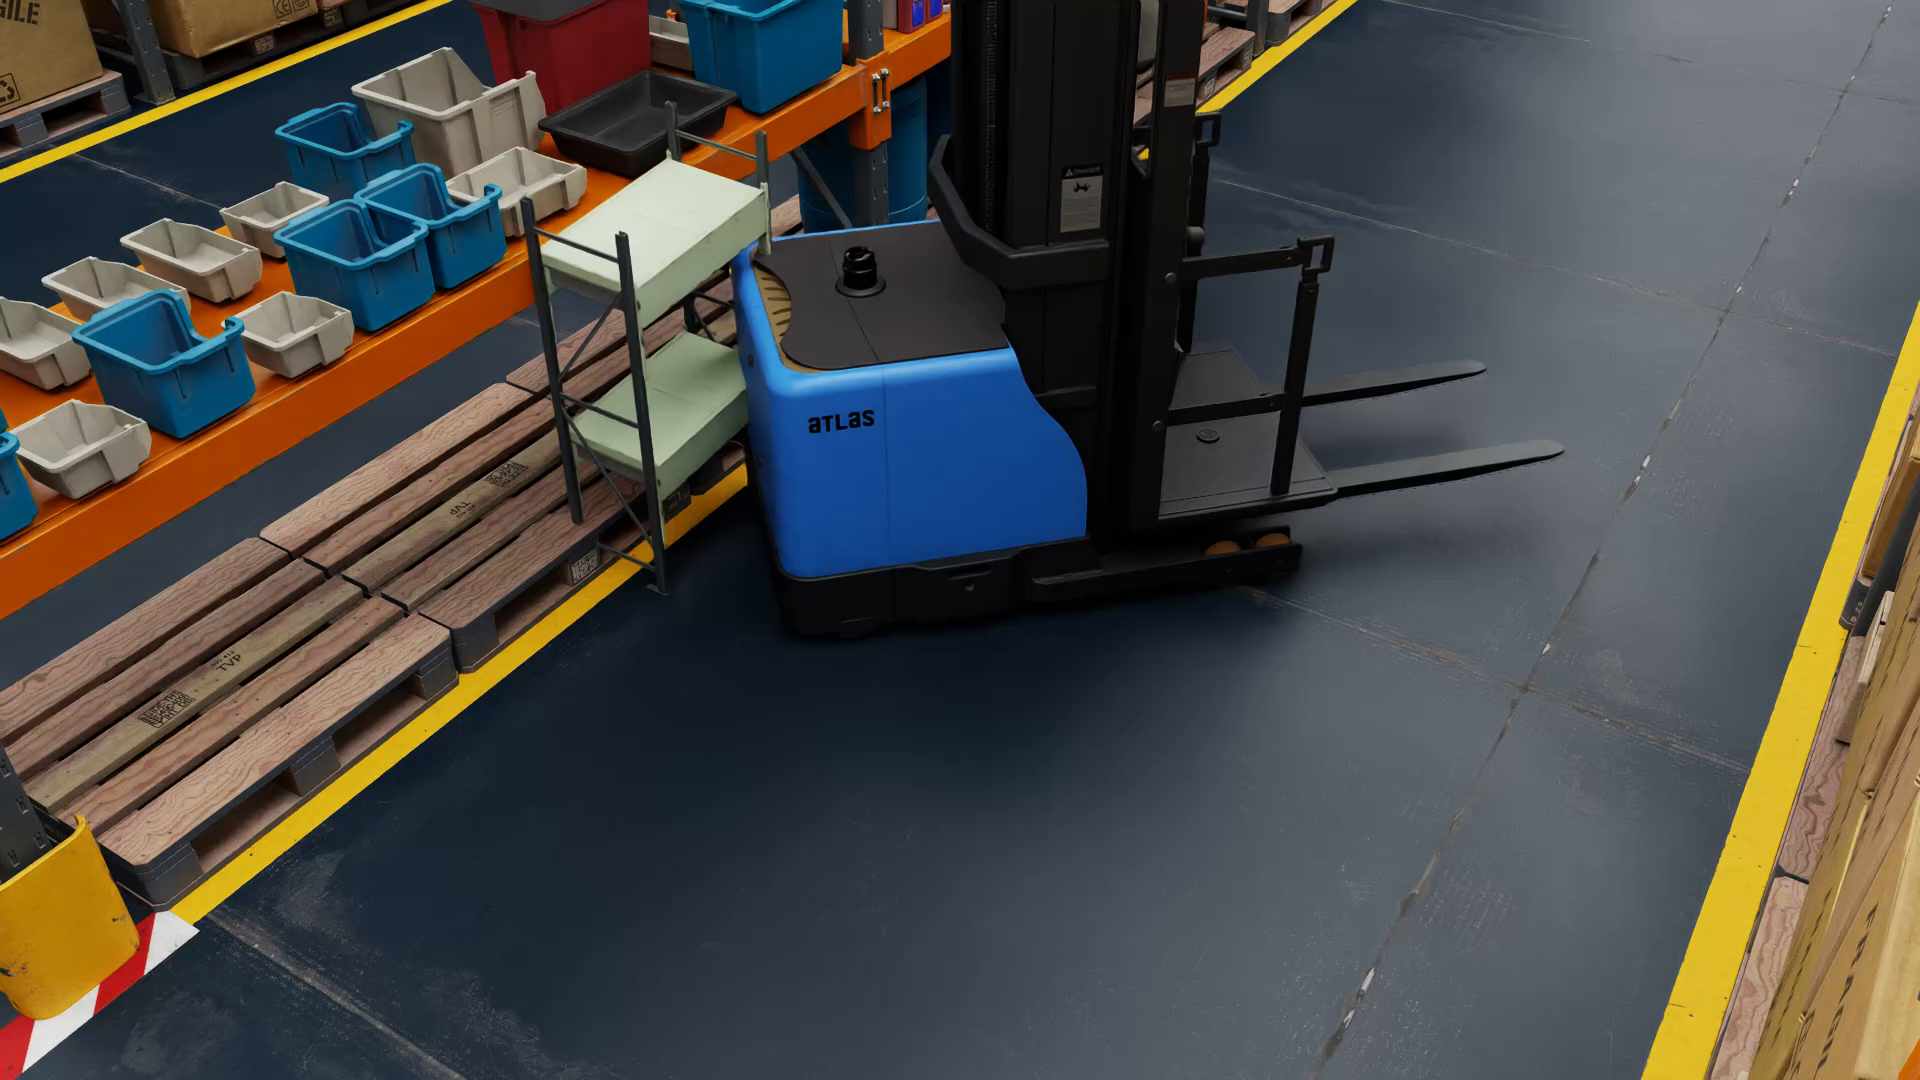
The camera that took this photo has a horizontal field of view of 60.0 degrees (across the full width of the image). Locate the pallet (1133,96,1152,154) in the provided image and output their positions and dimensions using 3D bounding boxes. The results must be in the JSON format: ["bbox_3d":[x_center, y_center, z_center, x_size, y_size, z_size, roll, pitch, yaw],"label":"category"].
[{"bbox_3d":[0.347,-2.129,8.838,1.003,0.211,1.213,21,42,25],"label":"pallet"}]

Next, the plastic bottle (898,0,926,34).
[{"bbox_3d":[-0.198,-2.221,6.769,0.061,0.283,0.133,21,42,25],"label":"plastic bottle"}]

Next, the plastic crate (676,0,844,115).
[{"bbox_3d":[-0.716,-1.883,6.199,0.392,0.384,0.575,21,42,25],"label":"plastic crate"}]

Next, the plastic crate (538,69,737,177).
[{"bbox_3d":[-1.127,-1.467,5.873,0.437,0.125,0.590,21,42,25],"label":"plastic crate"}]

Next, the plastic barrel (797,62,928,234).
[{"bbox_3d":[-0.448,-1.828,7.539,0.600,0.901,0.708,21,42,25],"label":"plastic barrel"}]

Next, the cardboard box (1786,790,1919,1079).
[{"bbox_3d":[1.290,0.712,1.969,0.500,0.500,0.500,21,42,25],"label":"cardboard box"}]

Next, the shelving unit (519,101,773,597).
[{"bbox_3d":[-1.018,-0.636,5.778,0.431,1.500,0.755,22,46,20],"label":"shelving unit"}]

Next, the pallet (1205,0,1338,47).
[{"bbox_3d":[1.837,-3.562,10.698,1.003,0.211,1.213,21,42,25],"label":"pallet"}]

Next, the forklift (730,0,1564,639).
[{"bbox_3d":[0.752,-1.297,5.532,3.031,2.935,1.130,-9,38,-11],"label":"forklift"}]

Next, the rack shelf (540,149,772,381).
[{"bbox_3d":[-1.004,-0.925,5.515,0.431,0.370,0.720,22,46,20],"label":"rack shelf"}]

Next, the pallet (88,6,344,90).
[{"bbox_3d":[-4.587,-3.156,10.171,1.003,0.211,1.213,21,42,25],"label":"pallet"}]

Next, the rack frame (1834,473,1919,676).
[{"bbox_3d":[3.426,-0.595,4.565,1.000,3.000,0.127,21,42,25],"label":"rack frame"}]

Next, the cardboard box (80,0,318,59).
[{"bbox_3d":[-4.610,-3.499,9.728,1.225,0.875,0.875,21,42,25],"label":"cardboard box"}]

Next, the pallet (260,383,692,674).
[{"bbox_3d":[-1.768,-0.090,6.194,1.003,0.211,1.213,21,42,25],"label":"pallet"}]

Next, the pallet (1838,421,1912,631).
[{"bbox_3d":[3.830,0.077,5.977,1.003,0.211,1.213,21,42,25],"label":"pallet"}]

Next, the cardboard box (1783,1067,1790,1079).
[{"bbox_3d":[1.293,1.107,2.275,0.500,0.500,0.500,23,43,26],"label":"cardboard box"}]

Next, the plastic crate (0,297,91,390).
[{"bbox_3d":[-2.613,-0.554,4.679,0.396,0.136,0.243,21,42,25],"label":"plastic crate"}]

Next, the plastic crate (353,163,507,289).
[{"bbox_3d":[-1.621,-0.966,5.134,0.416,0.233,0.300,21,42,25],"label":"plastic crate"}]

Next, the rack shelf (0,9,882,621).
[{"bbox_3d":[-1.826,-0.902,5.552,1.077,0.370,4.000,21,42,25],"label":"rack shelf"}]

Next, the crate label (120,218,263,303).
[{"bbox_3d":[-2.317,-0.851,5.063,0.396,0.136,0.243,21,42,25],"label":"crate label"}]

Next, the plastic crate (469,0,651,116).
[{"bbox_3d":[-1.444,-1.888,6.141,0.402,0.464,0.583,21,42,25],"label":"plastic crate"}]

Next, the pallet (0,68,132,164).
[{"bbox_3d":[-5.410,-2.367,9.147,1.003,0.211,1.213,21,42,25],"label":"pallet"}]

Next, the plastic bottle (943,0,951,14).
[{"bbox_3d":[-0.080,-2.323,6.969,0.097,0.201,0.097,0,38,0],"label":"plastic bottle"}]

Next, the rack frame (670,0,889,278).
[{"bbox_3d":[-0.754,-2.217,6.670,1.000,3.000,0.127,21,42,25],"label":"rack frame"}]

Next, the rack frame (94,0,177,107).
[{"bbox_3d":[-4.936,-3.838,8.771,1.000,3.000,0.127,21,42,25],"label":"rack frame"}]

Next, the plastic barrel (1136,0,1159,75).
[{"bbox_3d":[0.914,-2.882,9.226,0.421,0.512,0.421,0,38,0],"label":"plastic barrel"}]

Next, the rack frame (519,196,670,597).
[{"bbox_3d":[-1.197,-0.426,5.538,0.400,1.500,0.023,22,46,20],"label":"rack frame"}]

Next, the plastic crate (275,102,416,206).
[{"bbox_3d":[-2.013,-1.255,5.510,0.416,0.233,0.300,21,42,25],"label":"plastic crate"}]

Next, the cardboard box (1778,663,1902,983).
[{"bbox_3d":[1.840,0.583,2.955,0.500,0.500,0.500,22,43,25],"label":"cardboard box"}]

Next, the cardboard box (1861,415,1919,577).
[{"bbox_3d":[3.449,-0.128,5.646,0.500,0.500,0.500,21,42,25],"label":"cardboard box"}]

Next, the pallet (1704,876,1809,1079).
[{"bbox_3d":[2.405,1.494,4.139,1.003,0.211,1.213,21,42,25],"label":"pallet"}]

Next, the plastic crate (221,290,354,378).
[{"bbox_3d":[-1.882,-0.582,4.715,0.250,0.136,0.298,21,42,25],"label":"plastic crate"}]

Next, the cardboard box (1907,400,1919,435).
[{"bbox_3d":[3.990,-0.638,6.308,0.500,0.500,0.500,22,43,26],"label":"cardboard box"}]

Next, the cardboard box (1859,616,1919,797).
[{"bbox_3d":[1.833,0.182,2.656,0.500,0.500,0.500,22,43,26],"label":"cardboard box"}]

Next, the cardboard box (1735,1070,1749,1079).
[{"bbox_3d":[1.901,1.541,3.686,0.500,0.250,0.500,21,42,25],"label":"cardboard box"}]

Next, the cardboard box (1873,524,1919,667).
[{"bbox_3d":[2.382,0.061,3.632,0.500,0.500,0.500,21,42,25],"label":"cardboard box"}]

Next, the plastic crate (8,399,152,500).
[{"bbox_3d":[-2.245,-0.233,4.262,0.250,0.136,0.298,21,42,25],"label":"plastic crate"}]
